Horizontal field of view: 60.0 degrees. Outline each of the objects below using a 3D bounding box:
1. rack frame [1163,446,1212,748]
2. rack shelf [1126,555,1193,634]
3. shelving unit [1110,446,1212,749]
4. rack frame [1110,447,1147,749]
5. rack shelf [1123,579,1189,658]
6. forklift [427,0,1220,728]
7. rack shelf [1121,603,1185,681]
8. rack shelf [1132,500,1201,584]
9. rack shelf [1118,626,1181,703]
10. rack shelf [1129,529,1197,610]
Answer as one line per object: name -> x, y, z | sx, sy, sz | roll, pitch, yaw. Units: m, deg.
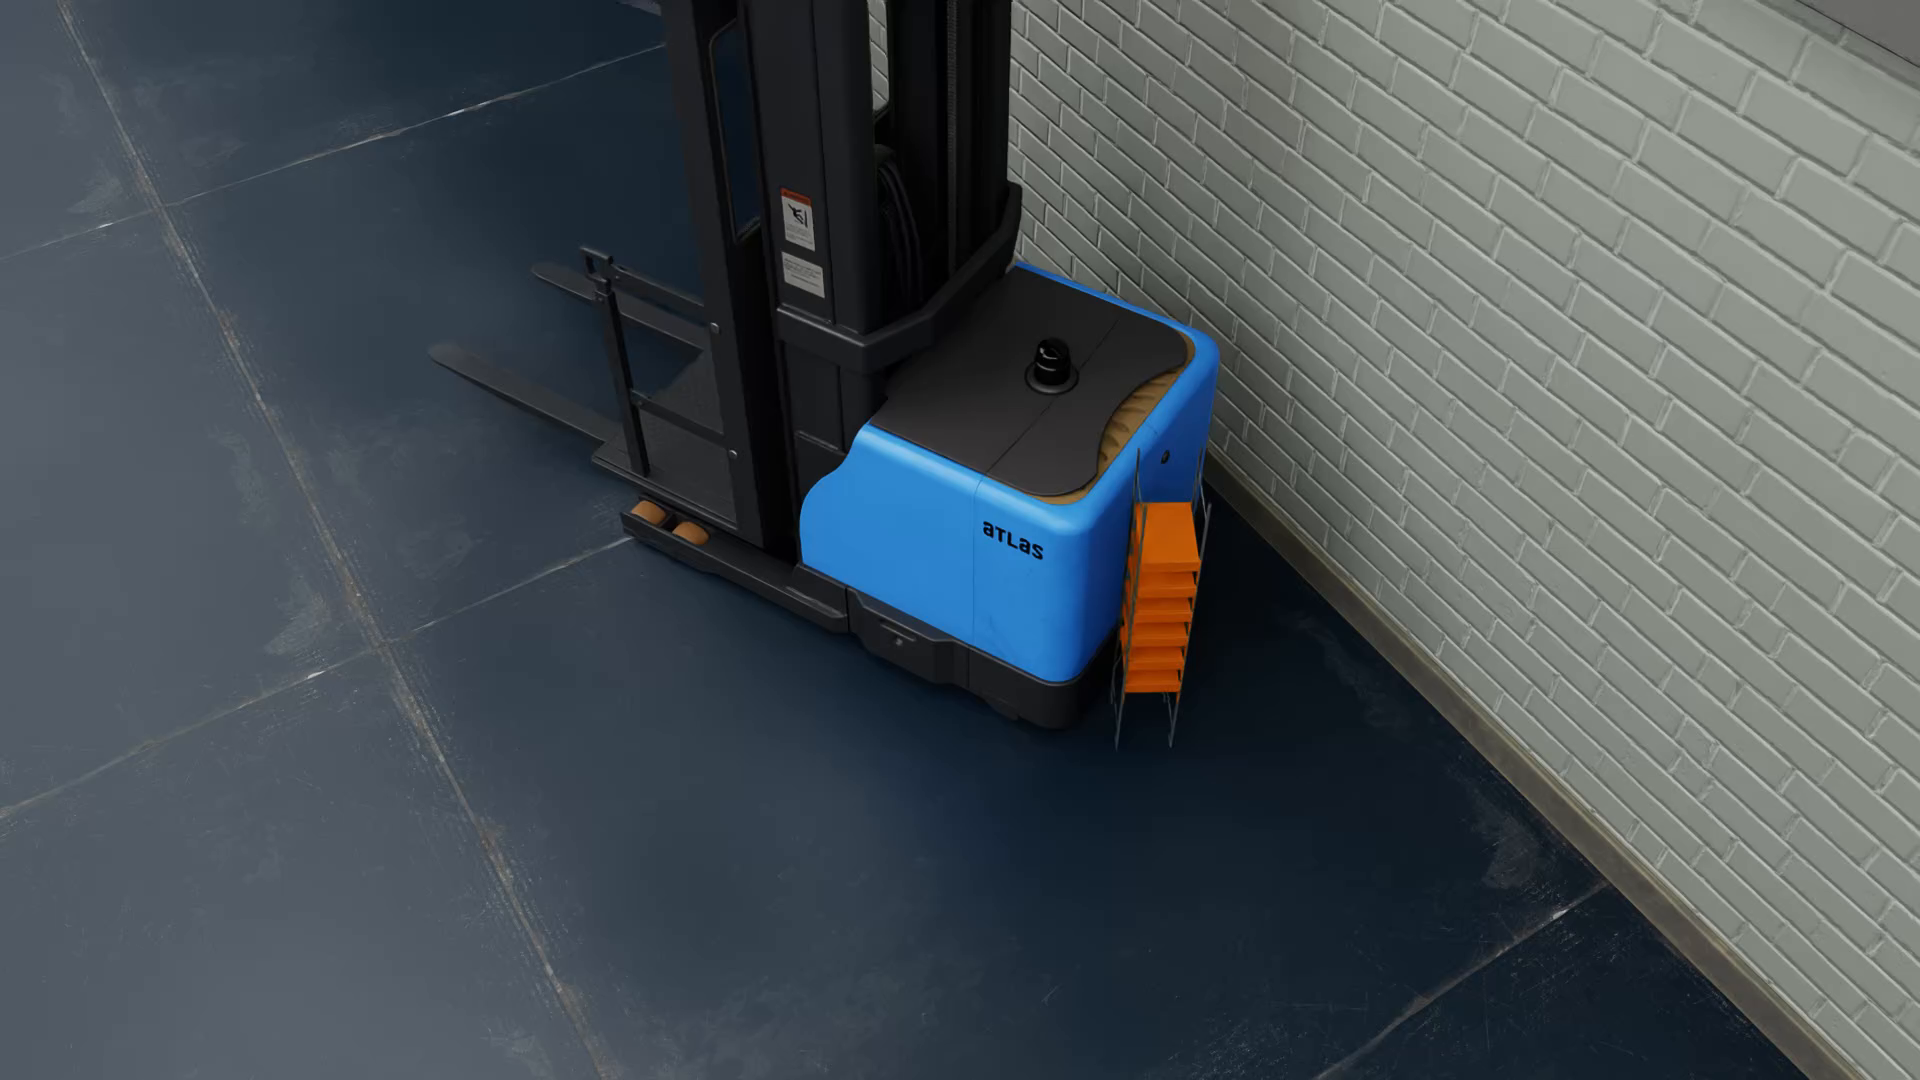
rack frame -> 0.711, 0.214, 5.256 | 0.006, 1.200, 0.240 | -1, 48, -1
rack shelf -> 0.619, 0.165, 5.199 | 0.180, 0.103, 0.258 | -1, 48, -1
shelving unit -> 0.619, 0.215, 5.255 | 0.189, 1.200, 0.258 | -1, 48, -1
rack frame -> 0.528, 0.216, 5.254 | 0.006, 1.200, 0.240 | -1, 48, -1
rack shelf -> 0.619, 0.245, 5.288 | 0.180, 0.103, 0.258 | -1, 48, -1
forklift -> -0.661, -1.191, 5.348 | 3.031, 2.935, 1.130 | 25, 53, 20
rack shelf -> 0.619, 0.324, 5.378 | 0.180, 0.103, 0.258 | -1, 48, -1
rack shelf -> 0.619, 0.005, 5.019 | 0.180, 0.103, 0.258 | -1, 48, -1
rack shelf -> 0.619, 0.404, 5.468 | 0.180, 0.103, 0.258 | -1, 48, -1
rack shelf -> 0.619, 0.085, 5.109 | 0.180, 0.103, 0.258 | -1, 48, -1
